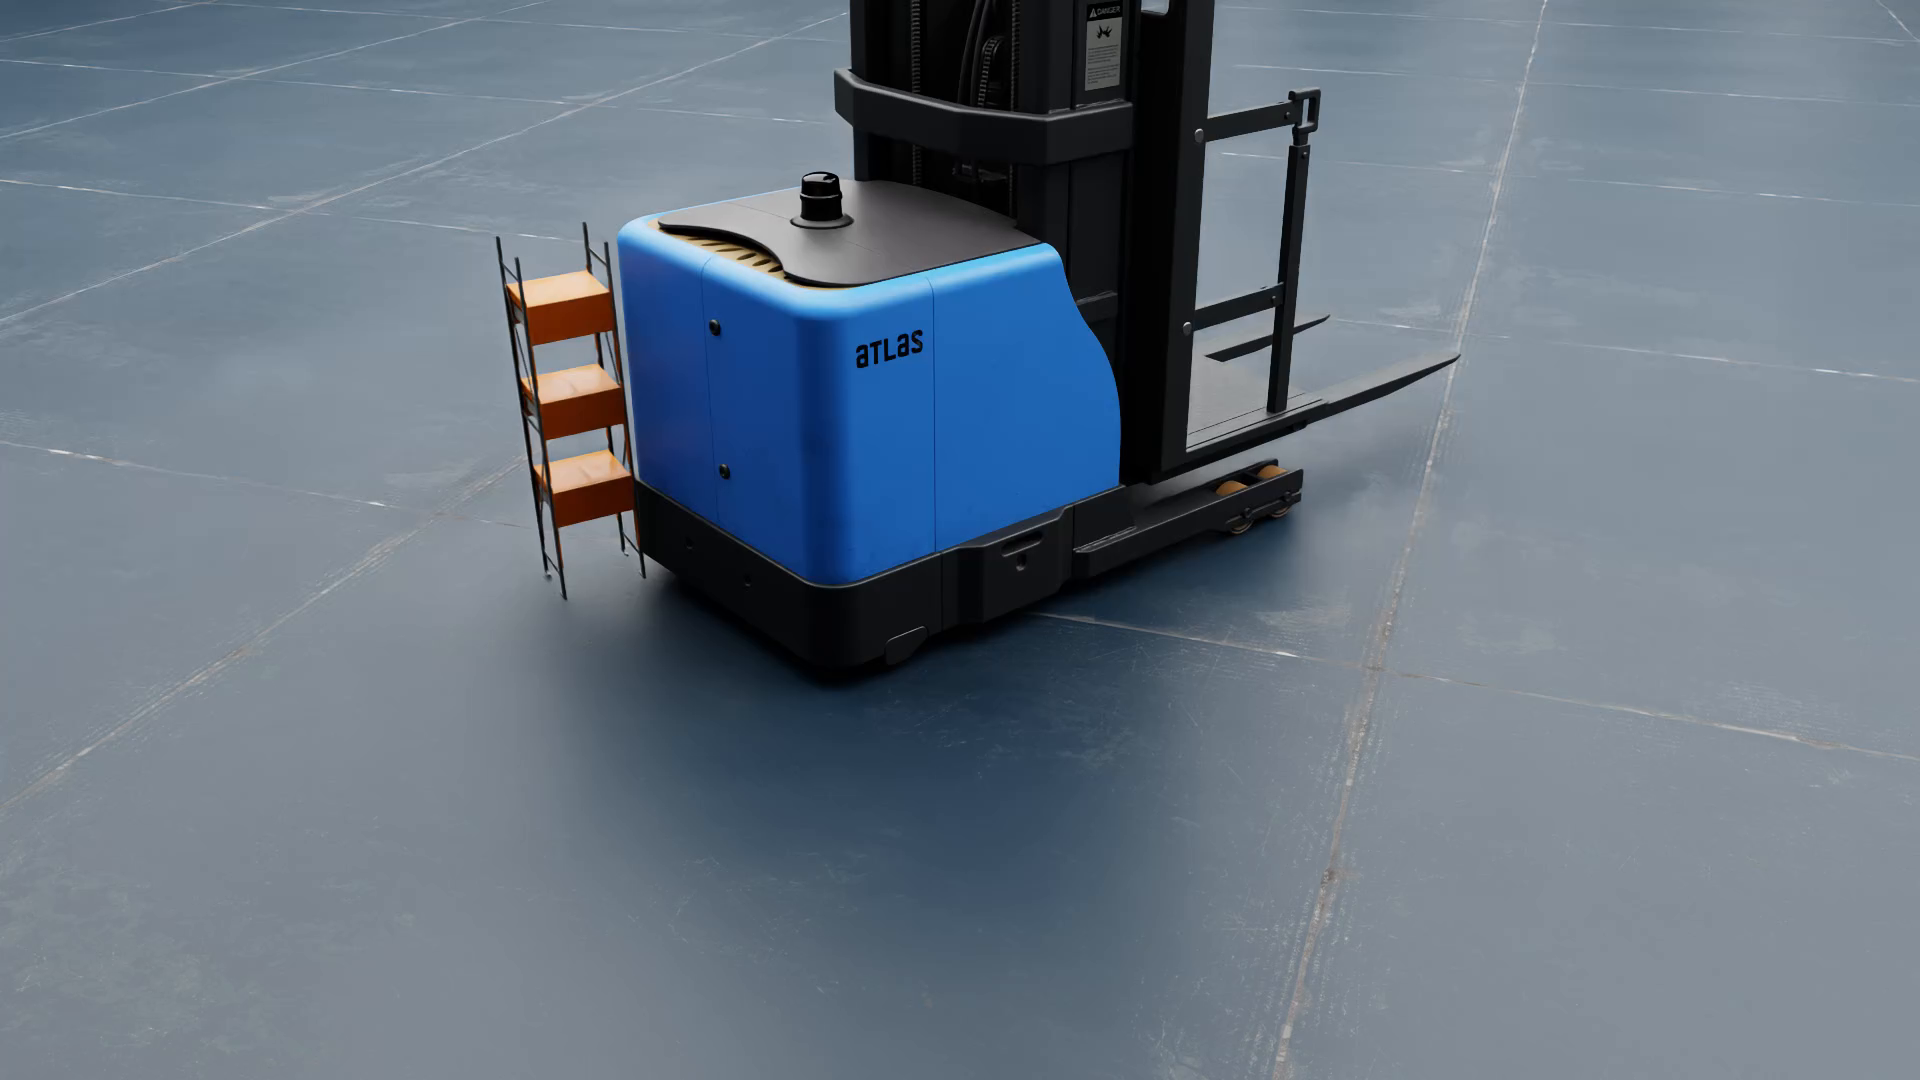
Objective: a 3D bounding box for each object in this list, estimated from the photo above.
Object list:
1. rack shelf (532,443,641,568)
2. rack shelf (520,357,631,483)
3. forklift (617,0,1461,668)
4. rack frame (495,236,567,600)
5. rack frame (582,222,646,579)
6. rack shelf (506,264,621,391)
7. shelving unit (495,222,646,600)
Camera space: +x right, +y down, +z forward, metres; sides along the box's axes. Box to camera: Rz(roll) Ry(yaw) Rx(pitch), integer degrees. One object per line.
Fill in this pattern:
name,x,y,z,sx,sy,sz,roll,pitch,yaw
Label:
rack shelf,-1.103,-0.104,4.901,0.240,0.259,0.215,-15,32,-25
rack shelf,-1.104,-0.347,4.766,0.240,0.259,0.215,-15,32,-25
forklift,0.483,-1.496,4.975,3.031,2.935,1.130,-20,32,-35
rack frame,-1.211,-0.327,4.709,0.008,1.050,0.200,-15,32,-25
rack frame,-0.998,-0.386,4.813,0.008,1.050,0.200,-15,32,-25
rack shelf,-1.106,-0.595,4.629,0.240,0.259,0.215,-15,32,-25
shelving unit,-1.104,-0.356,4.761,0.252,1.050,0.215,-15,32,-25
